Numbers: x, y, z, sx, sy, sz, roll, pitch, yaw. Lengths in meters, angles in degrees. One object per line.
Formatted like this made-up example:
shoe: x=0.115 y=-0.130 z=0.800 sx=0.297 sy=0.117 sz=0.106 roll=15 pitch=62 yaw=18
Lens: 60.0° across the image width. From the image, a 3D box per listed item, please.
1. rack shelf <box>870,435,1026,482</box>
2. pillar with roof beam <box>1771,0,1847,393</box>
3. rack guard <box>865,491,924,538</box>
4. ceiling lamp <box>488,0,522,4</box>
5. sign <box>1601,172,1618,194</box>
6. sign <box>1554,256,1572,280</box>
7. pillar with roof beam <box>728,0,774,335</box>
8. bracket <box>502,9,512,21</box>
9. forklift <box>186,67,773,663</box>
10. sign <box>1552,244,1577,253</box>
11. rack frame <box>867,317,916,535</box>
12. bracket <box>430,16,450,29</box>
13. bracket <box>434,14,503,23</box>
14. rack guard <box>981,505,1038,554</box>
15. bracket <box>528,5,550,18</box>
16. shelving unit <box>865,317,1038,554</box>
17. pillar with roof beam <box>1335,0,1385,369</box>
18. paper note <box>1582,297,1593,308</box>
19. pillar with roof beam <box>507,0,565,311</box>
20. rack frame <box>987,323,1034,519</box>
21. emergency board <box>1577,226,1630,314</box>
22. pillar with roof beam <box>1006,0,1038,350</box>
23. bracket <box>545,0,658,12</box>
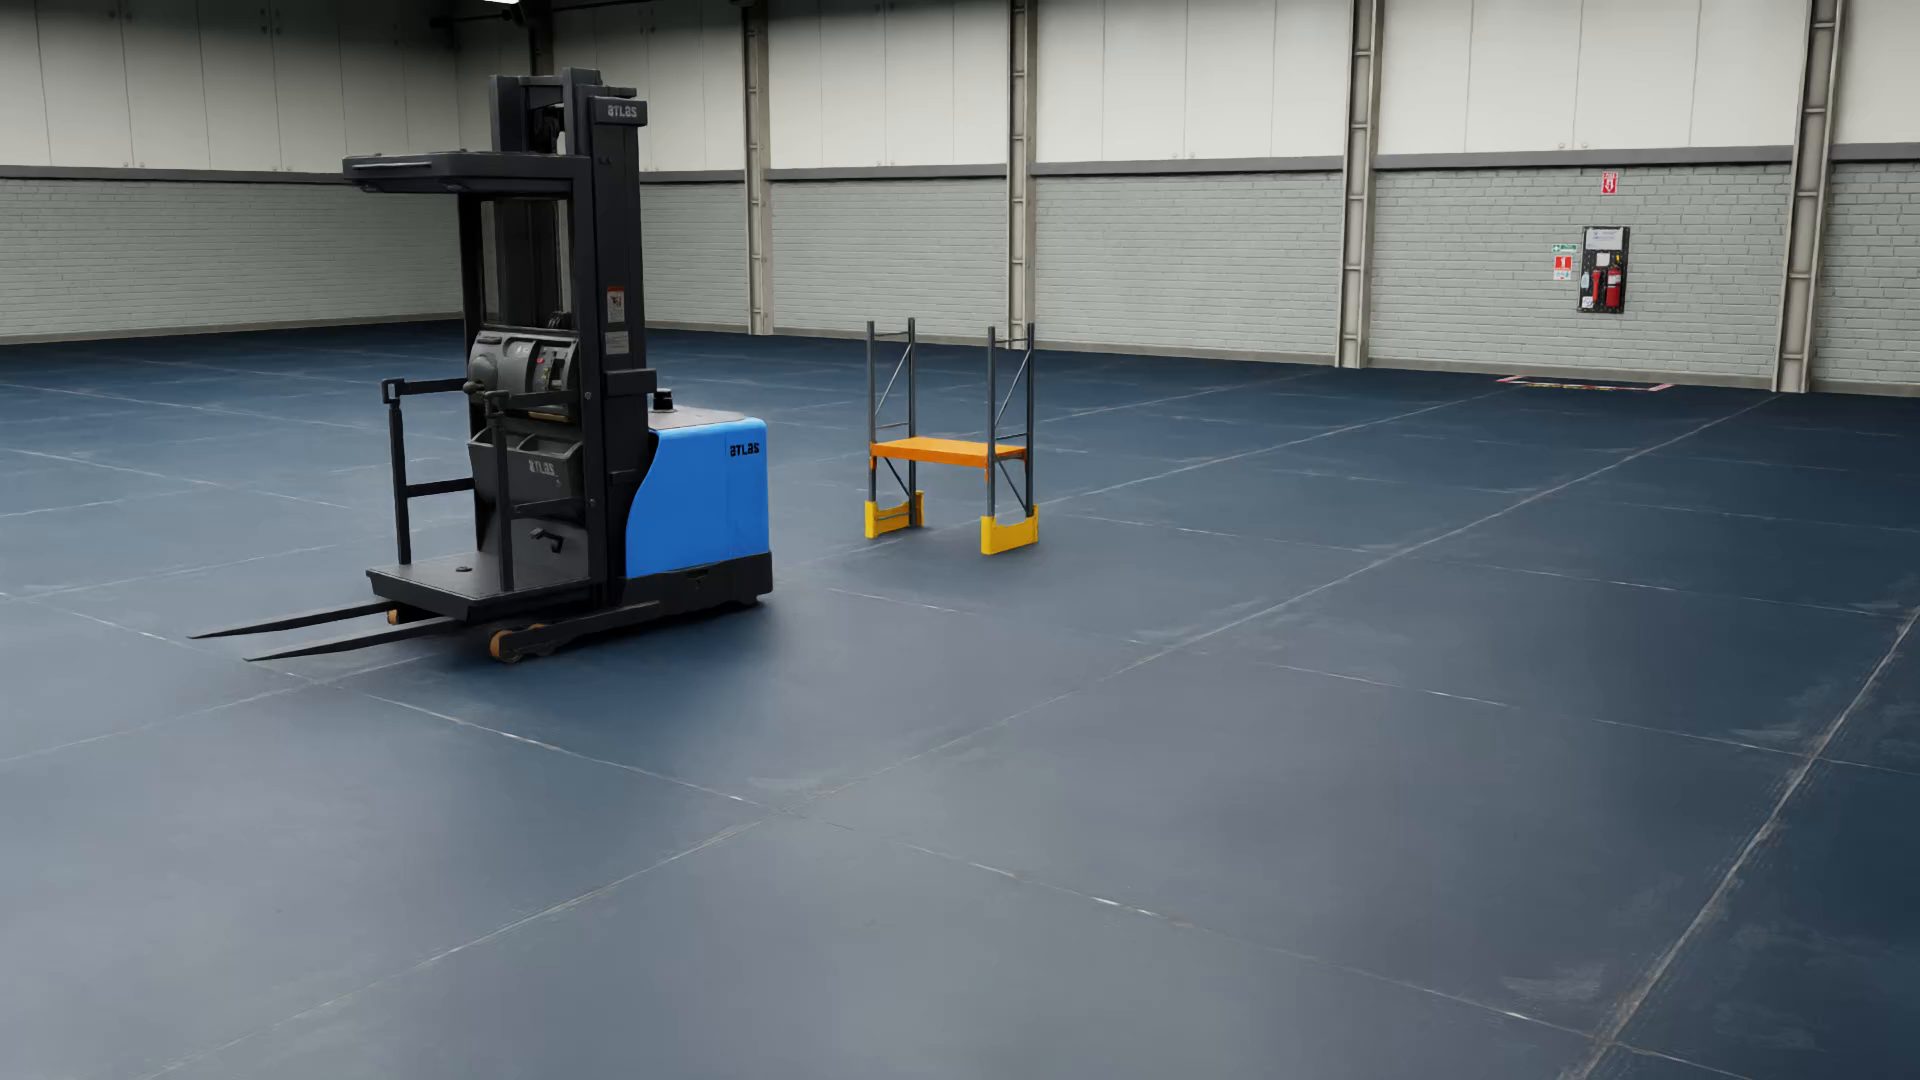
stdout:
rack shelf: x=-0.069 y=-0.569 z=11.471 sx=1.000 sy=0.185 sz=0.538 roll=8 pitch=13 yaw=36
pillar with roof beam: x=8.151 y=-5.675 z=17.171 sx=0.400 sy=9.000 sz=9.100 roll=8 pitch=13 yaw=36
rack guard: x=-0.463 y=-0.187 z=11.840 sx=0.087 sy=0.250 sz=0.587 roll=8 pitch=13 yaw=36
ceiling lamp: x=-8.467 y=-10.704 z=27.800 sx=0.800 sy=3.185 sz=2.000 roll=8 pitch=13 yaw=36
sign: x=8.782 y=-4.826 z=22.477 sx=0.199 sy=0.298 sz=0.001 roll=8 pitch=13 yaw=36
sign: x=8.345 y=-3.768 z=23.014 sx=0.234 sy=0.329 sz=0.001 roll=8 pitch=13 yaw=36
pillar with roof beam: x=-6.357 y=-7.699 z=27.632 sx=0.548 sy=9.000 sz=9.100 roll=8 pitch=13 yaw=36
bracket: x=-9.190 y=-10.792 z=34.144 sx=0.430 sy=0.232 sz=0.235 roll=8 pitch=13 yaw=36
forklift: x=-2.449 y=-0.930 z=8.620 sx=1.130 sy=2.935 sz=3.031 roll=10 pitch=15 yaw=41
sign: x=8.344 y=-4.026 z=22.954 sx=0.331 sy=0.109 sz=0.001 roll=8 pitch=13 yaw=36
rack frame: x=-0.478 y=-0.803 z=11.732 sx=0.032 sy=1.500 sz=0.500 roll=8 pitch=13 yaw=36
bracket: x=-11.100 y=-11.058 z=35.521 sx=0.430 sy=0.232 sz=0.235 roll=8 pitch=13 yaw=36
bracket: x=-10.624 y=-10.992 z=35.178 sx=3.189 sy=0.066 sz=0.076 roll=8 pitch=13 yaw=36
rack guard: x=0.340 y=-0.075 z=11.261 sx=0.087 sy=0.250 sz=0.587 roll=8 pitch=13 yaw=36
bracket: x=-8.521 y=-10.698 z=33.661 sx=0.430 sy=0.232 sz=0.235 roll=8 pitch=13 yaw=36
shelving unit: x=-0.061 y=-0.745 z=11.432 sx=1.083 sy=1.500 sz=0.587 roll=8 pitch=13 yaw=36
pillar with roof beam: x=3.315 y=-6.349 z=20.658 sx=0.400 sy=9.000 sz=9.100 roll=8 pitch=13 yaw=36
paper note: x=8.628 y=-3.270 z=22.855 sx=0.142 sy=0.148 sz=0.016 roll=8 pitch=13 yaw=36
pillar with roof beam: x=-11.193 y=-8.373 z=31.118 sx=0.548 sy=9.000 sz=9.100 roll=8 pitch=13 yaw=36
rack frame: x=0.341 y=-0.689 z=11.141 sx=0.032 sy=1.500 sz=0.500 roll=8 pitch=13 yaw=36
emergency board: x=8.730 y=-3.672 z=22.614 sx=0.643 sy=1.169 sz=0.194 roll=8 pitch=13 yaw=36
pillar with roof beam: x=-1.521 y=-7.024 z=24.145 sx=0.400 sy=9.000 sz=9.100 roll=8 pitch=13 yaw=36
bracket: x=-6.444 y=-10.409 z=32.164 sx=4.783 sy=0.066 sz=0.076 roll=8 pitch=13 yaw=36
